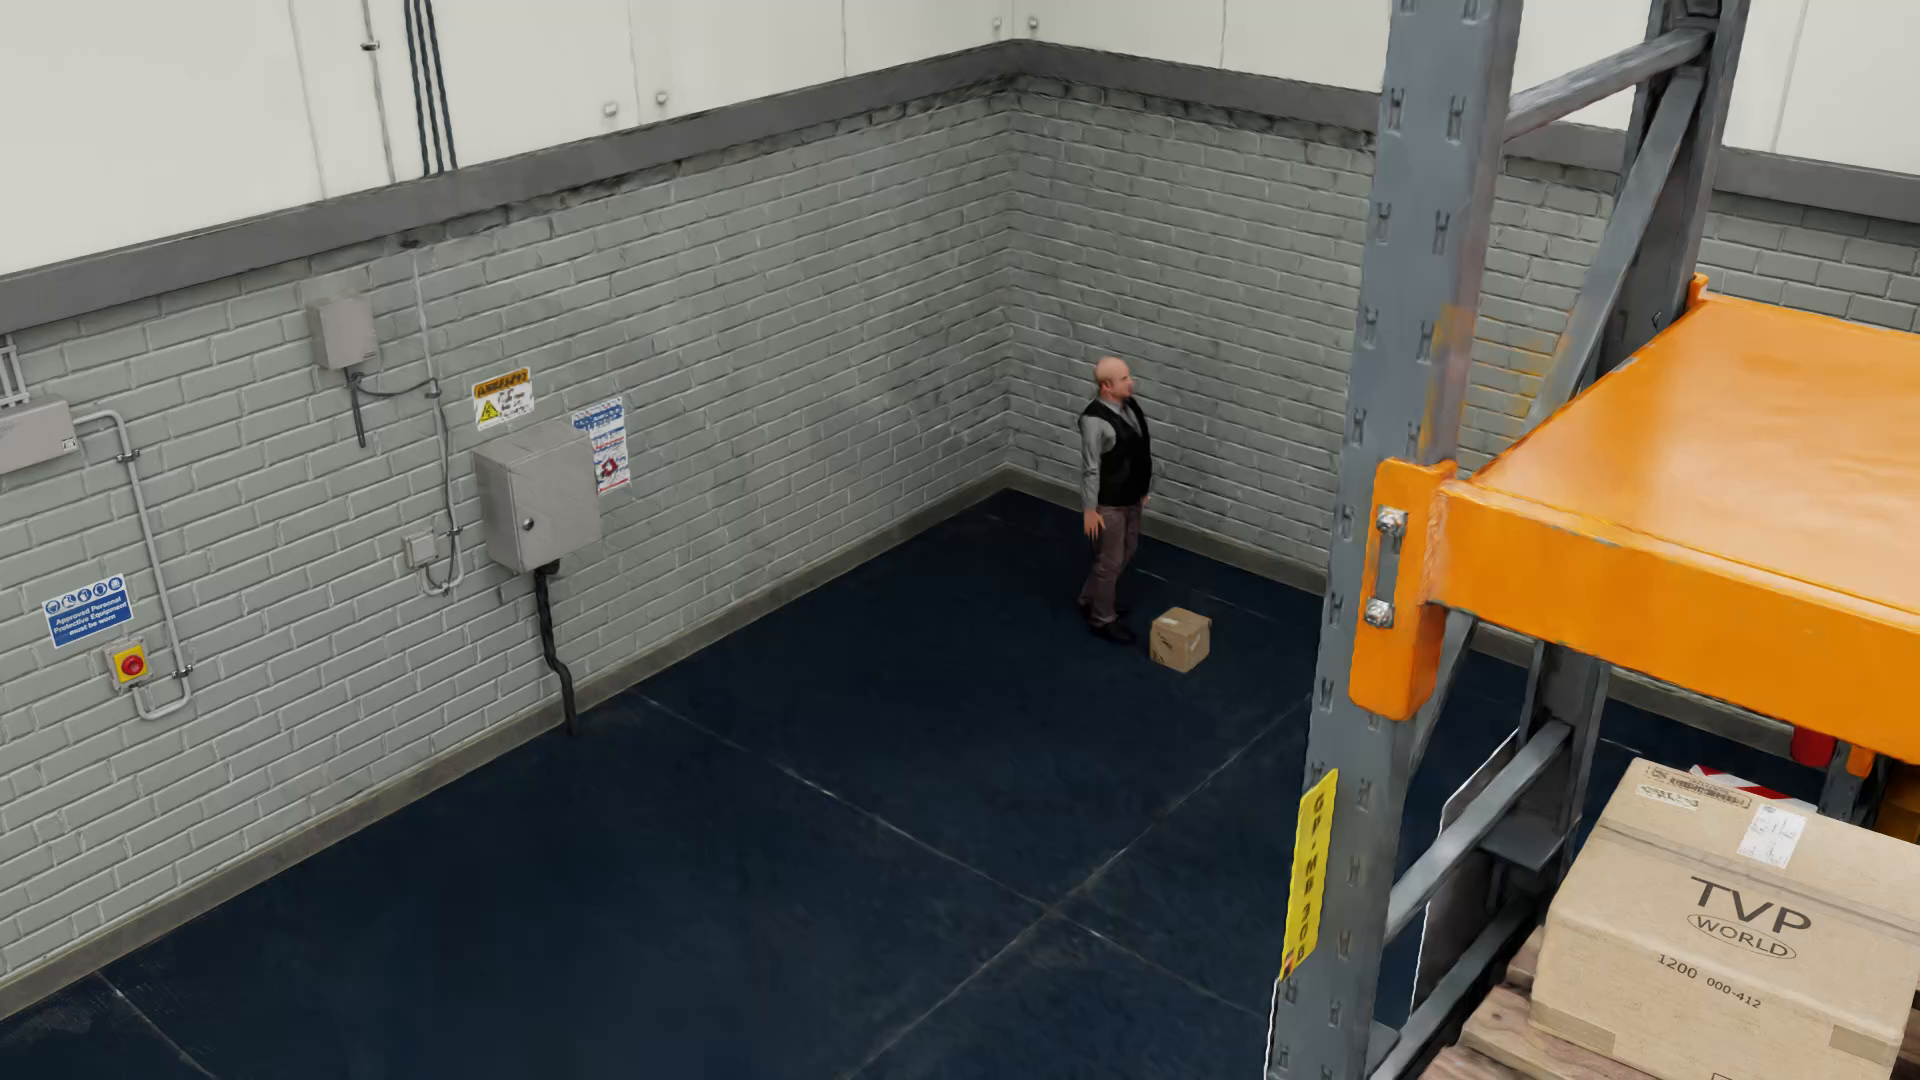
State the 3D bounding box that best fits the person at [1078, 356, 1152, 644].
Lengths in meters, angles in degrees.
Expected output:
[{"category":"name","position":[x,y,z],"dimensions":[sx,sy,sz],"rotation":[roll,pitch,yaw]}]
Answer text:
[{"category":"person","position":[0.881,-0.238,9.511],"dimensions":[0.448,1.722,0.561],"rotation":[14,30,26]}]
